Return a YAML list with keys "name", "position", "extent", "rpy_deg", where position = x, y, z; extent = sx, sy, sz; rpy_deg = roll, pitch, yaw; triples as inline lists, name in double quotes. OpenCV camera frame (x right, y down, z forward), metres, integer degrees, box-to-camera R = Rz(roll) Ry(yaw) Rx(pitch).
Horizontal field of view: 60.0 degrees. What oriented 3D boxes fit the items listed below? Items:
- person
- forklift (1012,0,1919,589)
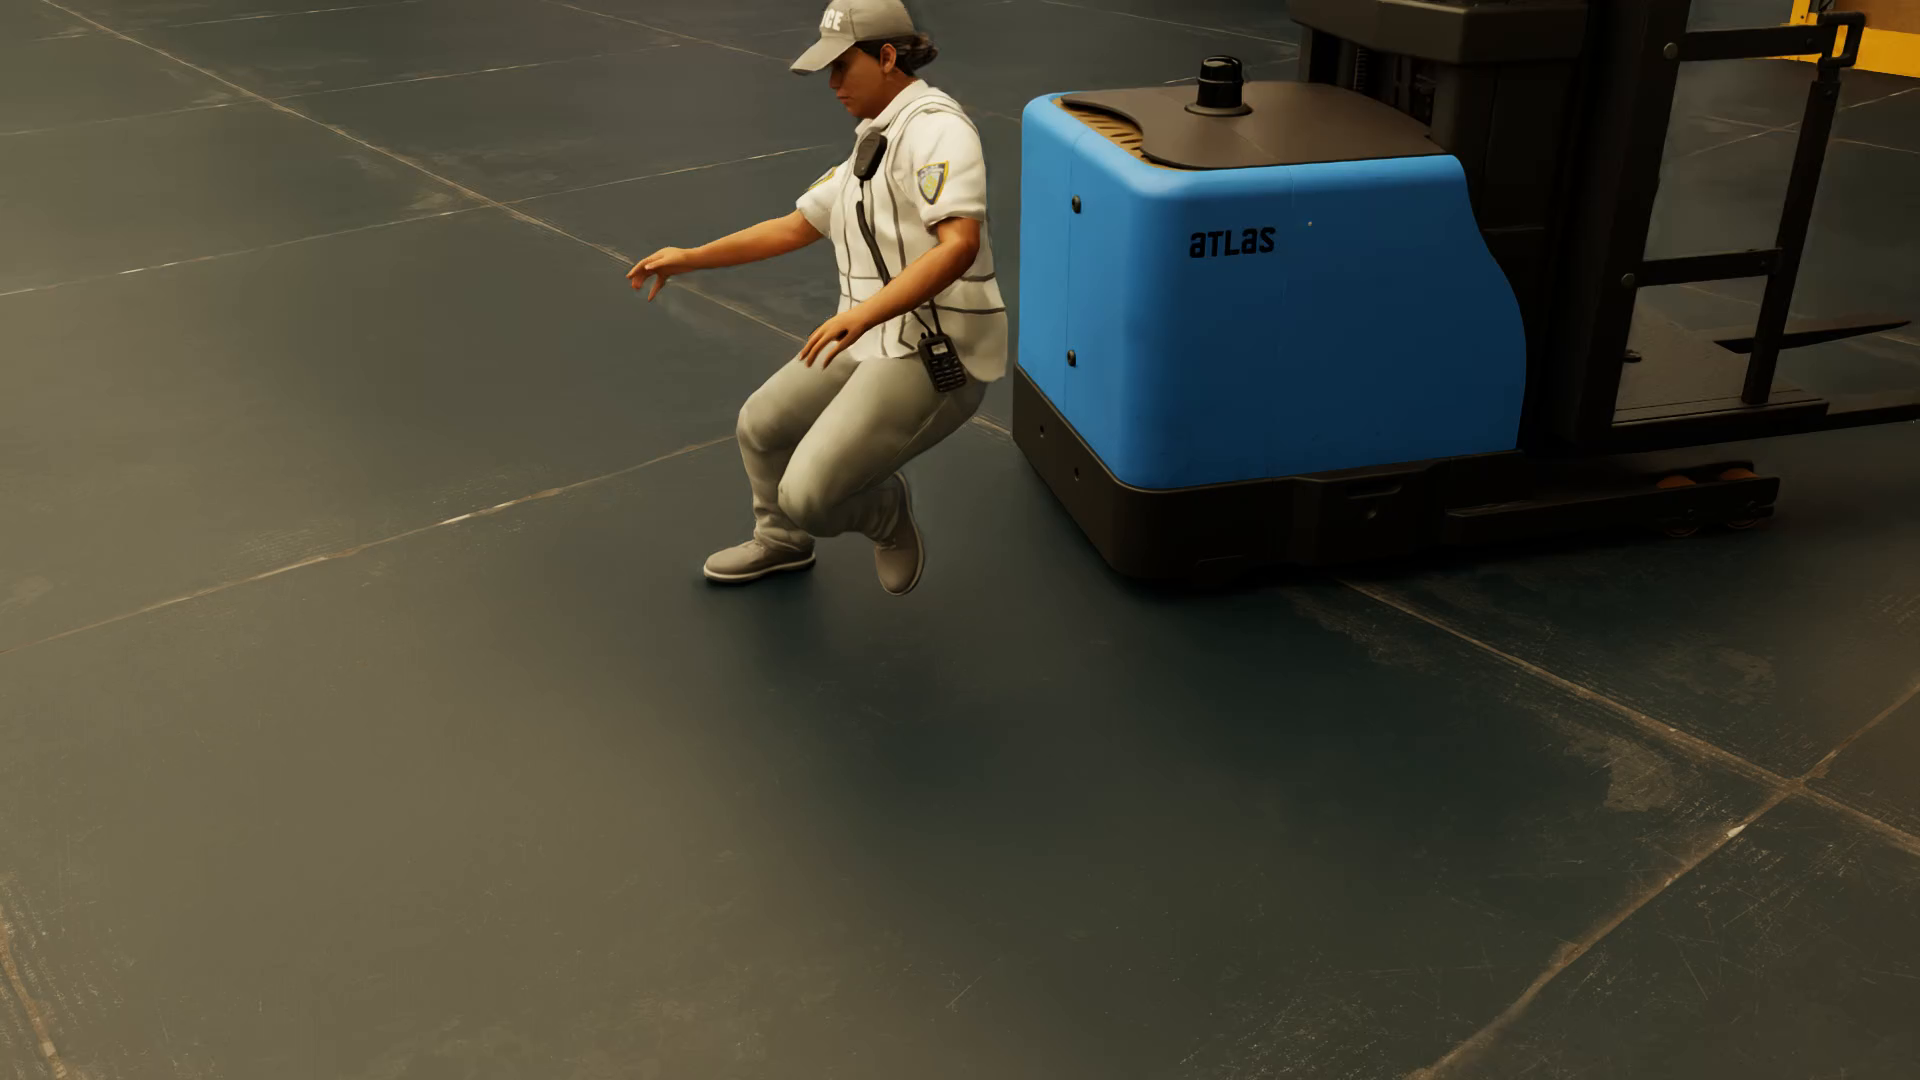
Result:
- name: "person"
  position: [-0.319, -0.458, 3.755]
  extent: [0.751, 1.471, 0.799]
  rpy_deg: [-11, 28, -20]
- name: "forklift"
  position: [1.731, -1.539, 4.305]
  extent: [3.031, 2.935, 1.130]
  rpy_deg: [-7, 27, -14]
